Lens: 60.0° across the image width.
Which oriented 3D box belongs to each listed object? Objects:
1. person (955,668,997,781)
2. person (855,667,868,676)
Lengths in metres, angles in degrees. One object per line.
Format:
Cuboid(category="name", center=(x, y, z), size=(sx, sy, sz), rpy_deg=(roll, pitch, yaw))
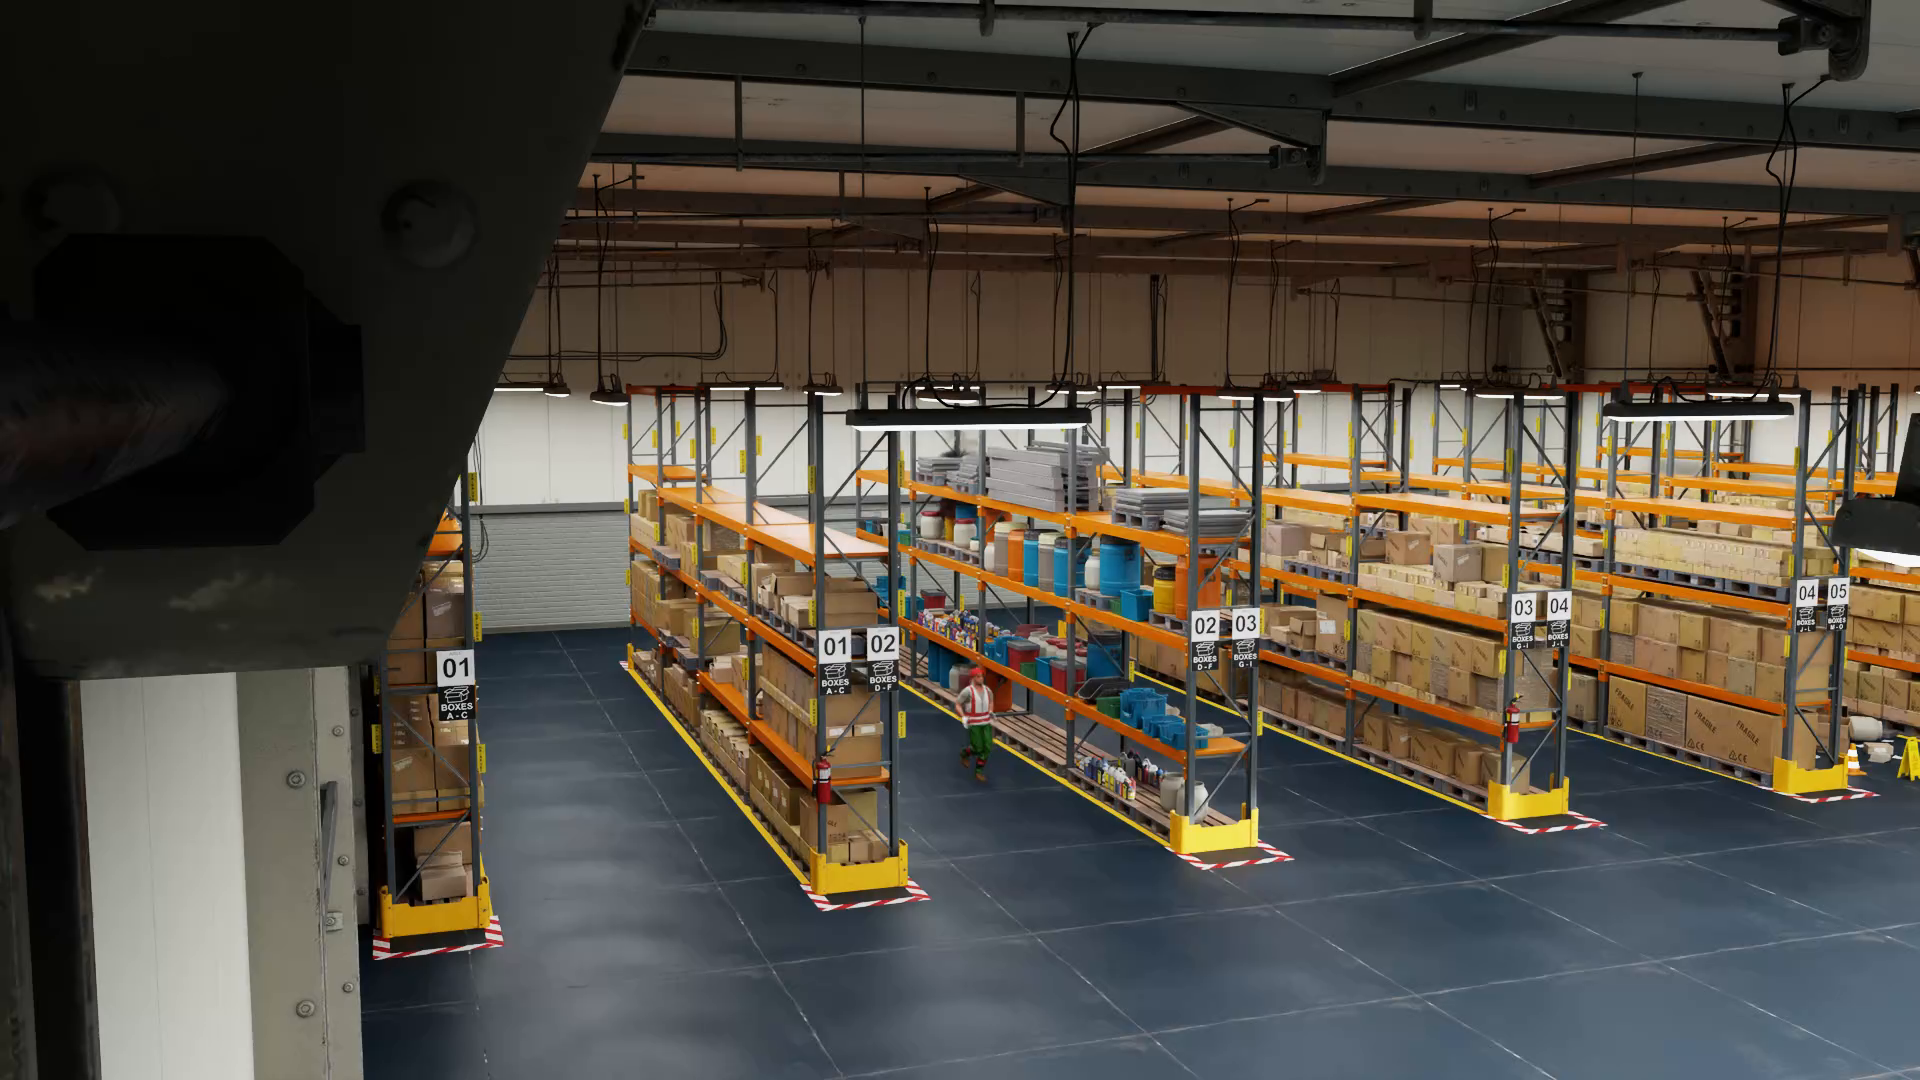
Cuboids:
Cuboid(category="person", center=(0.263, 2.827, 25.645), size=(0.657, 1.743, 0.605), rpy_deg=(-3, 7, -30))
Cuboid(category="person", center=(-1.834, 2.380, 29.784), size=(0.673, 1.800, 0.773), rpy_deg=(-4, 7, -35))
